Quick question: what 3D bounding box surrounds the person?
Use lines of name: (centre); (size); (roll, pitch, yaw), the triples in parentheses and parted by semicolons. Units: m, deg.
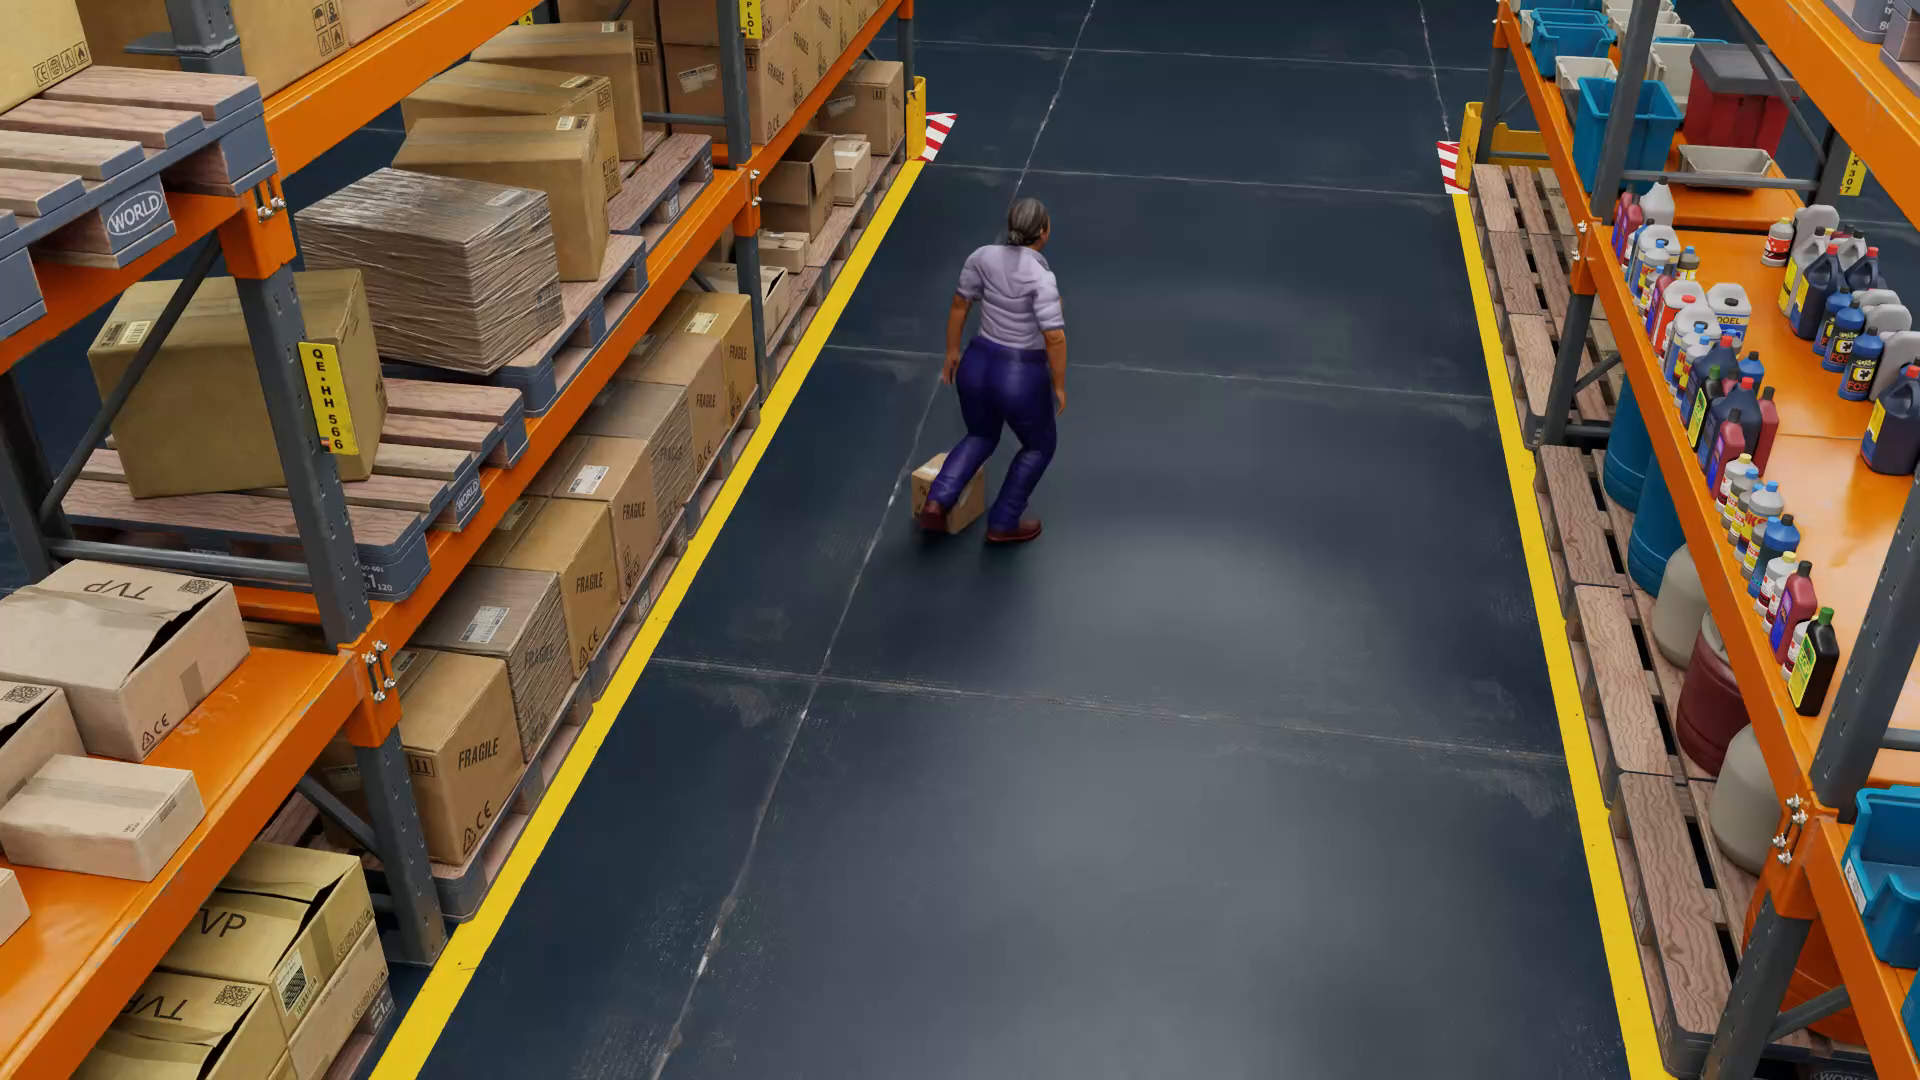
person: (0.143, -0.687, 7.287); (0.640, 1.591, 0.646); (25, 40, 33)
